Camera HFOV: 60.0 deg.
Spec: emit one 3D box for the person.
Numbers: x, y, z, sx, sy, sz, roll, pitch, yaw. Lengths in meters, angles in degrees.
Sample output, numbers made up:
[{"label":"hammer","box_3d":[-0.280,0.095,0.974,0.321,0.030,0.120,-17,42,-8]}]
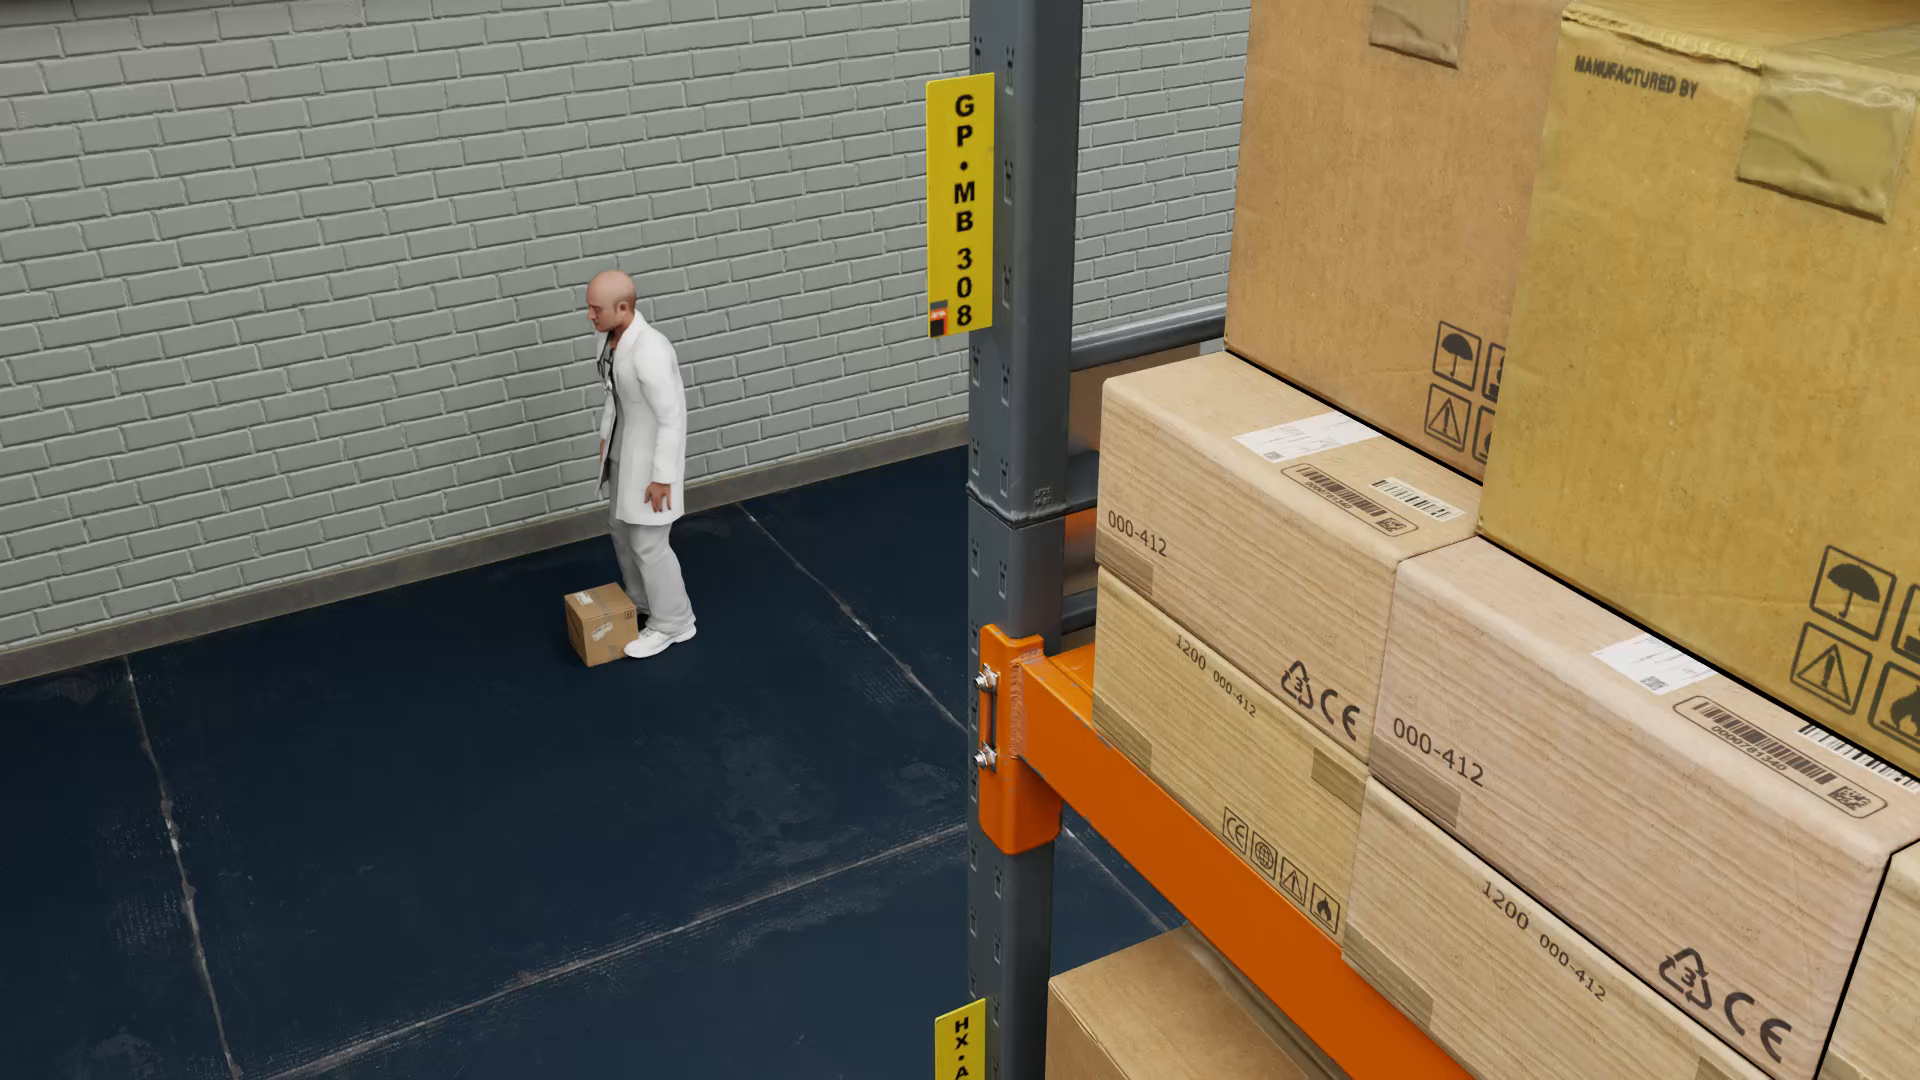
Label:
[{"label":"person","box_3d":[-1.410,-0.349,7.283,0.428,1.772,0.642,-17,33,-29]}]
